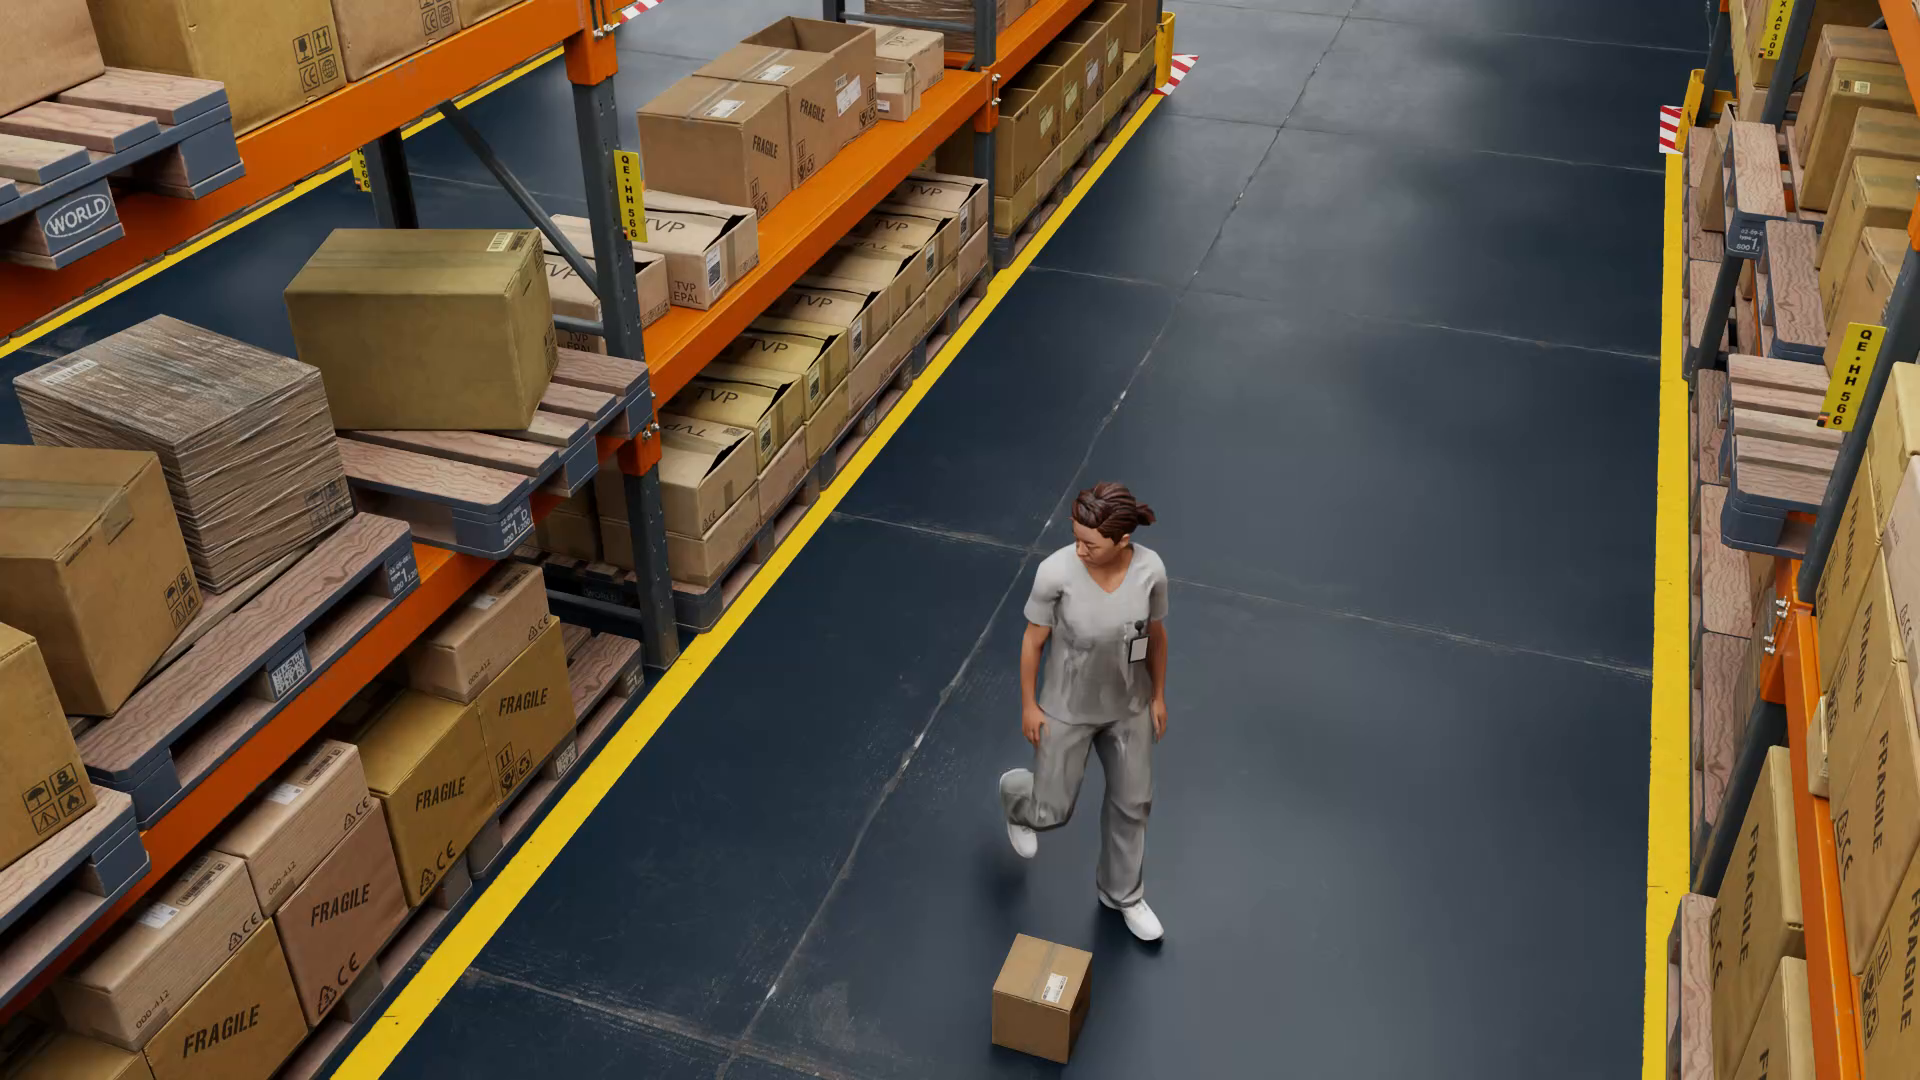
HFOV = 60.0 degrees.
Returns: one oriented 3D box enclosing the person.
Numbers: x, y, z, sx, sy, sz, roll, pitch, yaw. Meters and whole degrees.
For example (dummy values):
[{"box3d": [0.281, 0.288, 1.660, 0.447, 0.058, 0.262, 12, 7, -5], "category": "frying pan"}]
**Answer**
[{"box3d": [0.421, 0.507, 5.349, 0.480, 1.667, 0.675, -9, 34, -13], "category": "person"}]
